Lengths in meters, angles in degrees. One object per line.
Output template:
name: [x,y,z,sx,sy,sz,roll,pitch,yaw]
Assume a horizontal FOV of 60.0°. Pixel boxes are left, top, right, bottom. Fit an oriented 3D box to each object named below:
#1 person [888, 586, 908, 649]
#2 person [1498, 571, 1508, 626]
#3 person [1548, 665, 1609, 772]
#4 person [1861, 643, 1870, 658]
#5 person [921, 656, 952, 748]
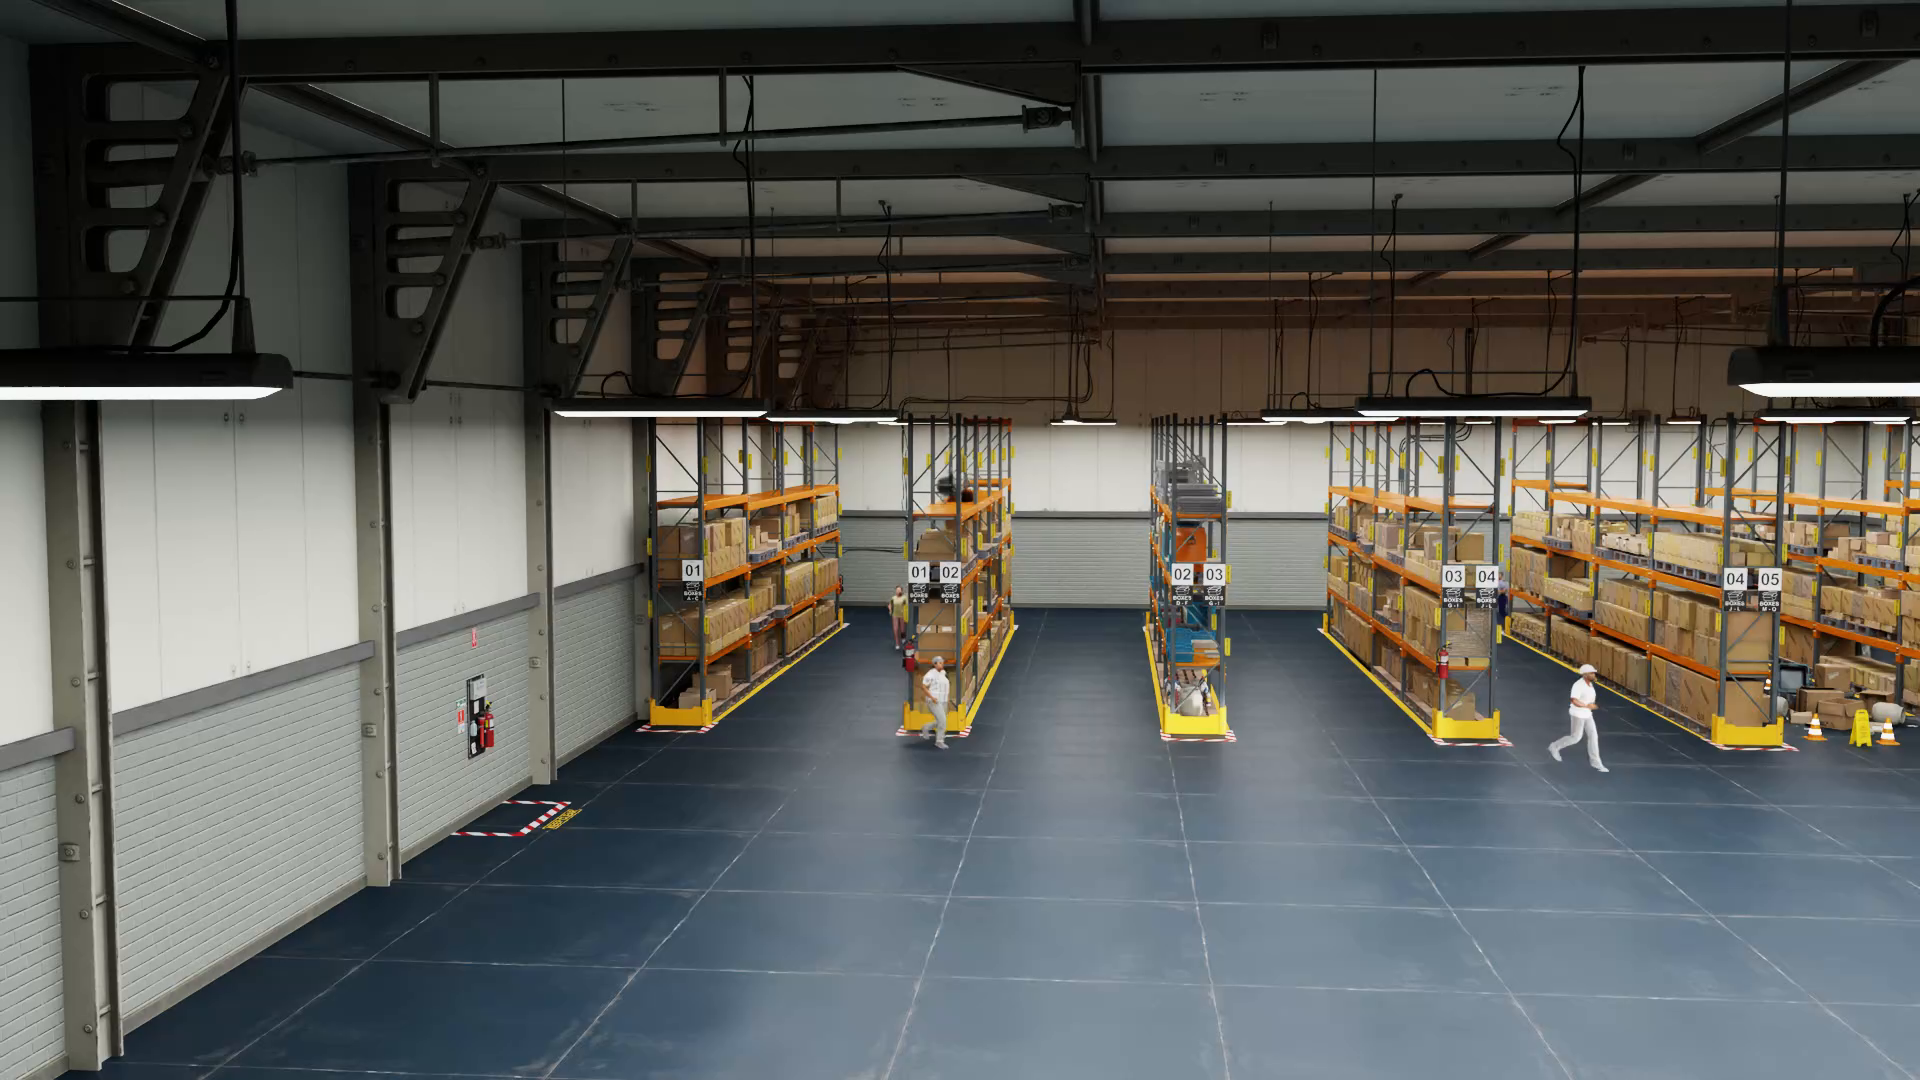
person: [-1.593,2.002,43.193,0.585,1.625,0.744,0,4,4]
person: [15.484,1.730,47.616,0.757,1.690,0.603,-1,4,-20]
person: [10.415,2.960,27.934,1.034,1.765,0.727,3,5,41]
person: [21.817,2.198,40.161,0.549,1.633,0.582,0,4,1]
person: [-0.441,2.915,29.979,0.693,1.630,0.632,3,5,37]
